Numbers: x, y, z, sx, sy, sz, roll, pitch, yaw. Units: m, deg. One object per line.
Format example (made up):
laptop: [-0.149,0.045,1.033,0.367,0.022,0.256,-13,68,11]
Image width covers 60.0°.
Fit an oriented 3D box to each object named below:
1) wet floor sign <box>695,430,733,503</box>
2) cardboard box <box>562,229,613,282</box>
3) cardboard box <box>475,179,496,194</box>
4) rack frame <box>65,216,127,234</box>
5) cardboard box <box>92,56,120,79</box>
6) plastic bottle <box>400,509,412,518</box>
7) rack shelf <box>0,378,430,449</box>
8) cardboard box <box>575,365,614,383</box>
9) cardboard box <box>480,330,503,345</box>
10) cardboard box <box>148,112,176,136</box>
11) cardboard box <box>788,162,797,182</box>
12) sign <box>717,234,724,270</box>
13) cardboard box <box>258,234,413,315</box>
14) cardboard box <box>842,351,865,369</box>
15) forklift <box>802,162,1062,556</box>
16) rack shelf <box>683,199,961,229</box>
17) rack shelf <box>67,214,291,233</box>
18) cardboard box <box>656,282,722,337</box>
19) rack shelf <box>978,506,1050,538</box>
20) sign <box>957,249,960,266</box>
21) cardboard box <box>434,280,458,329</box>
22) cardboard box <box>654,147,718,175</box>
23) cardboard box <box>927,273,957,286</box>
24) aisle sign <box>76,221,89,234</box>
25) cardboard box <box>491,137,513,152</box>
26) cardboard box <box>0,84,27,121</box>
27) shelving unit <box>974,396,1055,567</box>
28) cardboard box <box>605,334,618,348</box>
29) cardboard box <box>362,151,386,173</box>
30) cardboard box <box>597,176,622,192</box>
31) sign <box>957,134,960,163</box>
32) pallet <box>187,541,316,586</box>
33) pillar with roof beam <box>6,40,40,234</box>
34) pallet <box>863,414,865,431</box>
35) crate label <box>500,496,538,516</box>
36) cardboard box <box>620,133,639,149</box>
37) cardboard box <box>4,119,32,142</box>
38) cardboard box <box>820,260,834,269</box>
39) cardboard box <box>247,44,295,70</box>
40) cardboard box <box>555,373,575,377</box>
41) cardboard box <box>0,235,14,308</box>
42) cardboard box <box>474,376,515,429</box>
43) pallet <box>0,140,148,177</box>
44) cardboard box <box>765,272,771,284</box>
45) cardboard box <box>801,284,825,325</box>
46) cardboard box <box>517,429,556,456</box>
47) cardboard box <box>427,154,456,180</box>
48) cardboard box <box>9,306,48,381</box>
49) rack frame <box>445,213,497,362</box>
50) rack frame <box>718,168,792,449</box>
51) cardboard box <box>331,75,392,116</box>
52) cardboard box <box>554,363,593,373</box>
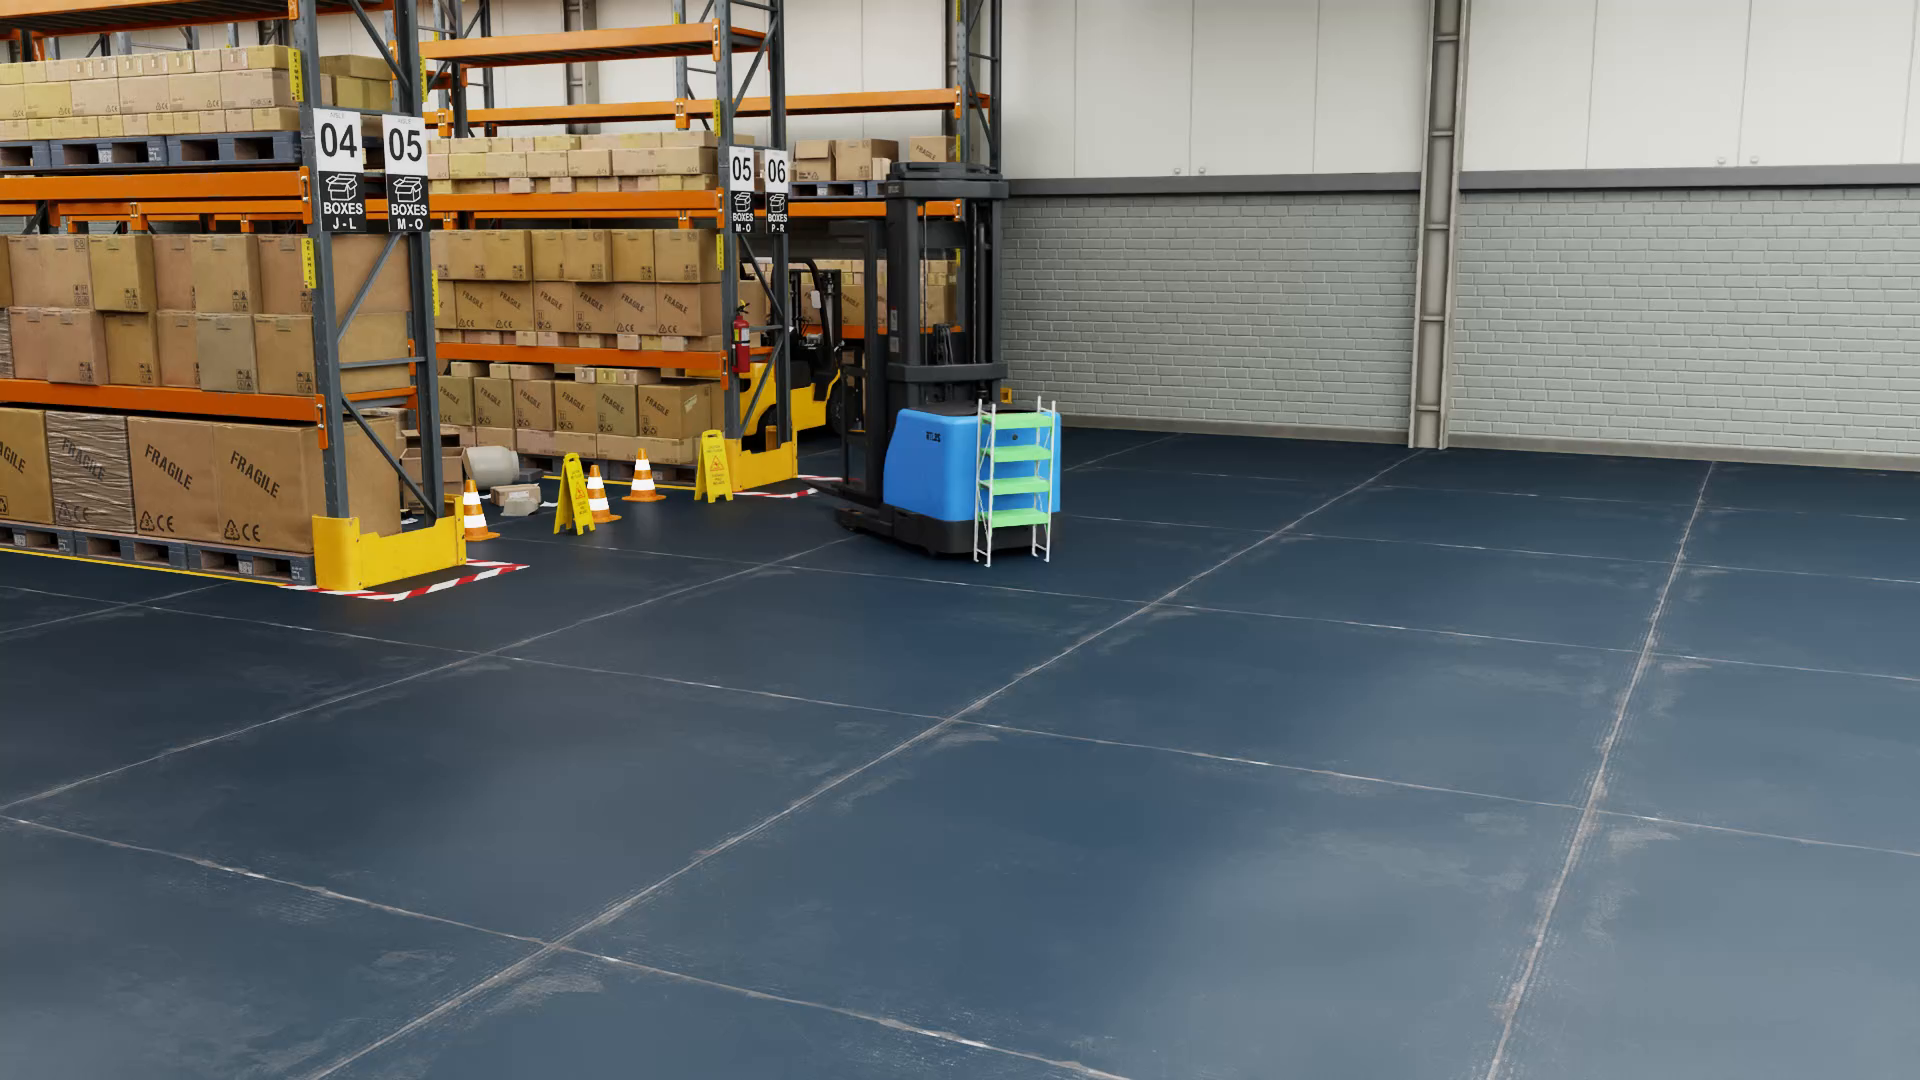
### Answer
wet floor sign: [-2.260,-0.685,15.201,0.267,0.644,0.232,-10,14,-43]
cardboard box: [-3.465,-2.787,16.282,0.500,0.500,0.700,5,11,25]
cardboard box: [-4.685,-3.575,16.845,0.250,0.149,0.380,5,12,28]
rack frame: [-14.113,-4.083,27.367,0.127,3.000,1.000,5,11,26]
cardboard box: [-5.877,-3.324,11.755,0.250,0.149,0.380,5,11,26]
plastic bottle: [-4.878,-0.226,14.309,0.283,0.061,0.133,1,10,6]
rack shelf: [-5.850,-1.034,12.541,4.000,0.370,1.077,5,11,26]
cardboard box: [-3.610,-1.652,16.549,0.250,0.149,0.380,6,12,28]
cardboard box: [-4.696,-2.092,17.071,0.250,0.149,0.380,5,12,28]
cardboard box: [-5.418,-2.891,11.604,0.250,0.149,0.380,5,11,25]
cardboard box: [-2.155,-4.638,20.926,0.258,0.266,0.396,5,11,24]
sign: [-2.221,-2.667,15.406,0.005,0.325,0.100,5,11,26]
cardboard box: [-4.372,-1.871,11.693,0.550,0.550,0.875,5,11,26]
cardboard box: [-1.233,-2.232,20.872,0.500,0.250,0.500,5,11,27]
forklift: [-0.381,-1.546,13.543,1.130,2.935,3.031,-6,12,-29]
rack shelf: [-1.558,-4.102,21.068,4.000,0.370,1.077,5,11,26]
rack shelf: [-12.319,-5.047,26.293,4.000,0.370,1.077,5,11,26]
cardboard box: [-2.566,-2.223,15.976,0.500,0.500,0.500,5,11,25]
rack shelf: [0.388,-0.135,12.264,0.480,0.148,0.258,-5,15,-25]
sign: [-0.017,-3.423,19.803,0.005,0.325,0.100,5,11,26]
cardboard box: [-5.273,-2.461,17.287,0.500,0.500,0.500,5,11,26]
cardboard box: [-2.535,-3.575,15.723,0.500,0.250,0.500,5,11,25]
cardboard box: [-0.199,-3.173,20.237,0.250,0.149,0.380,5,11,27]
aisle sign: [-14.304,-5.321,26.906,0.004,0.787,0.394,5,11,26]
cardboard box: [-4.459,-3.937,16.607,0.250,0.149,0.380,5,11,24]
cardboard box: [-6.876,-3.227,12.343,0.500,0.250,0.500,5,11,25]
shelving unit: [0.396,-0.430,12.192,0.503,1.200,0.258,-5,15,-25]
cardboard box: [-3.296,-1.985,16.479,0.250,0.149,0.380,5,11,27]
cardboard box: [-6.132,-3.976,17.595,0.500,0.250,0.500,5,11,25]
cardboard box: [-3.304,-3.448,16.143,0.250,0.149,0.380,5,11,25]
sign: [-0.017,-4.609,19.589,0.005,0.325,0.100,5,11,26]
pallet: [-4.808,0.091,12.134,1.213,0.211,1.003,5,11,26]
pillar with roof beam: [-18.037,-6.704,25.003,0.548,9.000,9.100,5,11,26]
pallet: [-0.469,-1.504,20.945,1.213,0.211,1.003,5,11,26]
crate label: [-3.832,-0.296,14.482,0.298,0.136,0.250,-1,10,-4]
cardboard box: [-3.047,-3.825,15.986,0.250,0.149,0.380,5,11,26]
cardboard box: [-6.787,-3.011,12.268,0.250,0.149,0.380,5,11,25]
cardboard box: [-1.557,-3.451,20.940,0.250,0.149,0.380,5,11,27]
cardboard box: [-4.509,-3.203,11.091,0.250,0.149,0.380,5,11,26]
cardboard box: [-3.980,-1.483,17.439,0.500,0.500,0.500,6,12,29]
cardboard box: [-7.328,-2.116,13.047,0.550,0.550,0.875,5,11,26]
cardboard box: [-4.649,-1.437,17.183,0.500,0.500,0.500,6,12,28]
pallet: [-6.915,-2.912,12.723,1.213,0.211,1.003,5,11,26]
cardboard box: [-2.280,-3.350,21.216,0.250,0.149,0.380,5,11,25]
cardboard box: [-1.698,-2.989,21.040,0.500,0.500,0.500,5,11,26]
cardboard box: [-4.174,-1.027,17.021,0.500,0.250,0.500,5,11,25]
cardboard box: [-5.271,-3.814,17.047,0.500,0.250,0.500,5,11,25]
cardboard box: [-6.805,-1.553,12.965,0.550,0.550,0.875,5,11,26]
rack frame: [-6.939,-3.452,23.883,0.127,3.000,1.000,5,11,26]
rack frame: [-1.957,-2.029,16.018,0.127,3.000,1.000,5,11,26]
cardboard box: [-4.376,-3.114,11.716,0.500,0.250,0.500,5,11,26]
cardboard box: [-5.192,-2.336,23.203,0.625,0.625,0.875,5,11,23]
